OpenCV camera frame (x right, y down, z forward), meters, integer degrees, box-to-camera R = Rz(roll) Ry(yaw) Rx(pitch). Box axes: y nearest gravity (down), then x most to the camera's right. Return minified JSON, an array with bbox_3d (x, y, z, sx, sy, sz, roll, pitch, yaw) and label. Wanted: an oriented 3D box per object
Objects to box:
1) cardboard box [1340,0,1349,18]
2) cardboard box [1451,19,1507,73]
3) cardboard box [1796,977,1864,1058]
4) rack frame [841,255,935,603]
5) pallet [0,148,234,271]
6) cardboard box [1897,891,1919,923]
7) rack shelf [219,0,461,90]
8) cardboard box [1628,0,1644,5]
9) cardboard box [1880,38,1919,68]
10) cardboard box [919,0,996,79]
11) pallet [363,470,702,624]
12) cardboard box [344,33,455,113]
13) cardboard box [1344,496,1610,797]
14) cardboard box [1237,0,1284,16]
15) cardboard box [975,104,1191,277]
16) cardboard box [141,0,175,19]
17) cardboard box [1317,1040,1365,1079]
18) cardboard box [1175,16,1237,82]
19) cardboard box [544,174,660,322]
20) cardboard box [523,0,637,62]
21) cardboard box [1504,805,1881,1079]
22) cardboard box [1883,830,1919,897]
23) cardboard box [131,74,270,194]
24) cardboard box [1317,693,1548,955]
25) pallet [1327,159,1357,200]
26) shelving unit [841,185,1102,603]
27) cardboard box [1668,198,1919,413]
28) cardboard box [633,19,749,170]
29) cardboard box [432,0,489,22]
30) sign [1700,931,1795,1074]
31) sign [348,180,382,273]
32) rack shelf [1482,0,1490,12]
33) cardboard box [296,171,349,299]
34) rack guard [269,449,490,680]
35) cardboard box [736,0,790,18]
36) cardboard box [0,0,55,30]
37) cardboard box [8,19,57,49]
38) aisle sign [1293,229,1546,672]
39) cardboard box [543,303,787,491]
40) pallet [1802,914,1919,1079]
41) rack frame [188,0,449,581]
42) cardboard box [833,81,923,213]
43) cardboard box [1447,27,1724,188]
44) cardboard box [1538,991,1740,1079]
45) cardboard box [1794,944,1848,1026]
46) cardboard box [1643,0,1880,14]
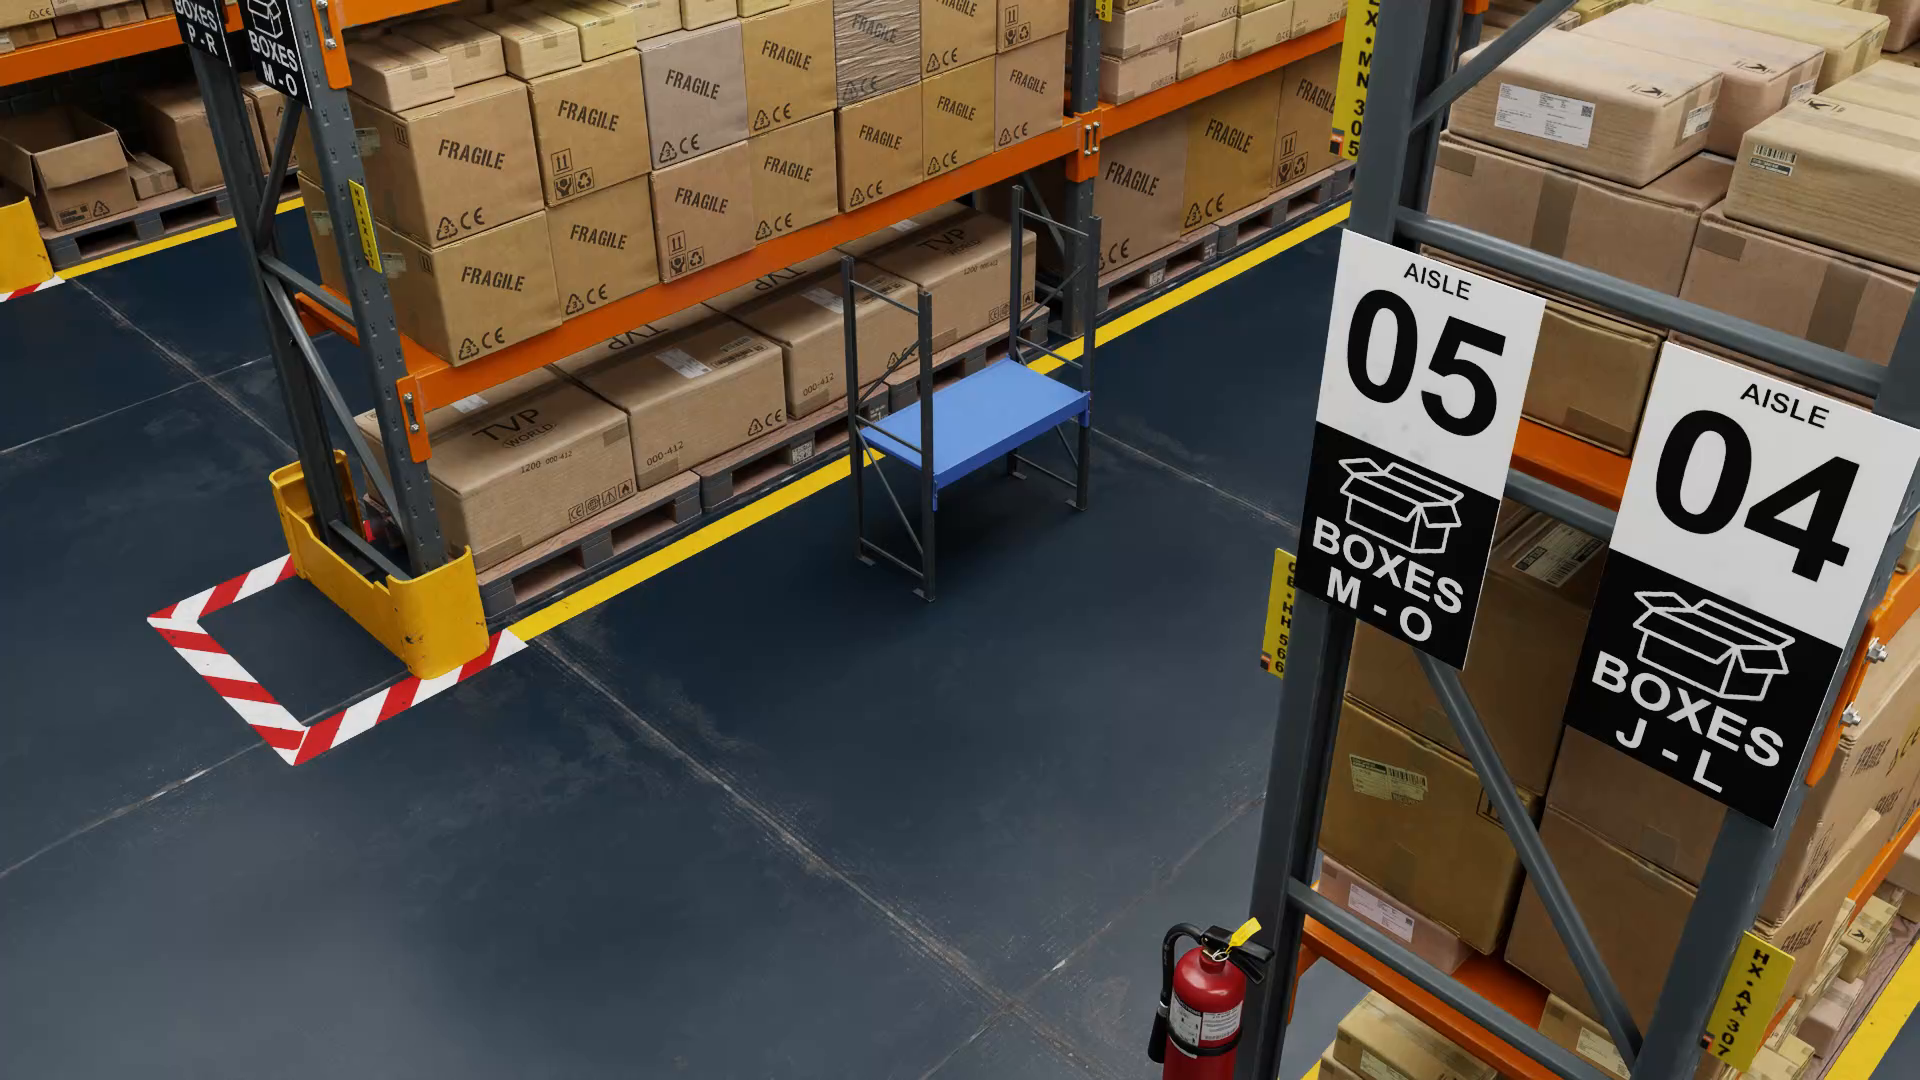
[{"bbox_3d":[2.253,-3.412,10.151,0.500,0.250,0.500,29,44,35],"label":"cardboard box"},{"bbox_3d":[3.545,-3.515,12.097,0.950,0.372,0.625,26,43,32],"label":"cardboard box"},{"bbox_3d":[2.587,1.410,5.232,0.380,0.149,0.250,27,43,33],"label":"cardboard box"},{"bbox_3d":[-0.298,-0.443,7.075,0.500,1.500,0.032,30,45,35],"label":"rack frame"},{"bbox_3d":[-5.407,-2.157,10.659,1.003,0.211,1.213,30,45,35],"label":"pallet"},{"bbox_3d":[3.142,1.097,5.680,0.380,0.149,0.250,29,44,35],"label":"cardboard box"},{"bbox_3d":[-1.088,-2.695,6.998,1.077,0.370,4.000,30,45,35],"label":"rack shelf"},{"bbox_3d":[5.086,-4.406,13.375,0.625,0.372,0.950,-27,43,-33],"label":"cardboard box"},{"bbox_3d":[1.954,-1.072,3.736,0.500,0.250,0.500,-29,44,-35],"label":"cardboard box"},{"bbox_3d":[-0.178,-2.517,7.775,0.500,0.500,0.500,29,44,35],"label":"cardboard box"},{"bbox_3d":[-1.989,-0.160,7.795,1.003,0.211,1.213,30,45,35],"label":"pallet"},{"bbox_3d":[-2.050,-1.697,6.033,0.250,0.149,0.380,-29,44,-35],"label":"cardboard box"},{"bbox_3d":[1.233,0.147,3.695,0.500,0.500,0.500,29,44,34],"label":"cardboard box"},{"bbox_3d":[1.554,-3.197,9.406,0.500,0.250,0.500,-29,44,-35],"label":"cardboard box"},{"bbox_3d":[0.702,-2.156,9.709,0.875,0.875,0.875,-28,44,-34],"label":"cardboard box"},{"bbox_3d":[-4.884,-3.297,10.075,0.250,0.149,0.380,-29,44,-35],"label":"cardboard box"},{"bbox_3d":[1.257,1.552,4.767,0.380,0.149,0.250,28,44,34],"label":"cardboard box"},{"bbox_3d":[1.182,-2.793,9.263,0.500,0.250,0.500,28,44,34],"label":"cardboard box"},{"bbox_3d":[-1.618,-1.284,6.882,0.500,0.500,0.500,29,44,35],"label":"cardboard box"},{"bbox_3d":[-1.479,-2.006,6.475,0.380,0.149,0.250,28,44,34],"label":"cardboard box"},{"bbox_3d":[1.600,0.773,3.672,0.500,0.500,0.500,-28,43,-34],"label":"cardboard box"},{"bbox_3d":[2.973,0.944,5.379,0.380,0.149,0.250,28,44,34],"label":"cardboard box"},{"bbox_3d":[-4.894,-2.635,10.724,0.500,0.500,0.700,-28,44,-34],"label":"cardboard box"},{"bbox_3d":[1.221,0.557,3.981,0.500,0.500,0.500,-29,44,-35],"label":"cardboard box"},{"bbox_3d":[2.531,-2.761,11.525,1.003,0.211,1.213,30,45,35],"label":"pallet"},{"bbox_3d":[0.060,-0.650,7.371,0.538,1.500,1.048,30,45,35],"label":"shelving unit"},{"bbox_3d":[1.588,-0.445,2.837,0.500,0.250,0.500,-29,44,-35],"label":"cardboard box"},{"bbox_3d":[-1.240,-1.903,6.895,0.500,0.500,0.500,29,44,35],"label":"cardboard box"},{"bbox_3d":[-2.102,-2.142,6.671,0.380,0.149,0.250,29,44,35],"label":"cardboard box"},{"bbox_3d":[1.472,0.870,3.123,0.100,0.325,0.005,30,45,35],"label":"sign"},{"bbox_3d":[-2.107,-1.109,5.892,0.100,0.325,0.005,30,45,35],"label":"sign"},{"bbox_3d":[4.549,-4.712,12.513,1.077,0.370,4.000,30,45,35],"label":"rack shelf"},{"bbox_3d":[-2.345,-1.291,6.891,0.500,0.500,0.500,-30,45,-35],"label":"cardboard box"},{"bbox_3d":[-2.514,0.088,7.187,1.175,0.500,0.348,30,45,35],"label":"rack guard"},{"bbox_3d":[-0.928,-2.310,6.911,0.380,0.149,0.250,28,44,34],"label":"cardboard box"},{"bbox_3d":[-5.511,-3.082,9.419,0.500,0.250,0.500,-30,45,-35],"label":"cardboard box"},{"bbox_3d":[-5.449,-2.988,9.632,0.250,0.149,0.380,-29,44,-35],"label":"cardboard box"},{"bbox_3d":[0.823,-0.151,3.072,0.394,0.787,0.004,30,45,35],"label":"aisle sign"},{"bbox_3d":[-1.464,-0.752,8.079,0.875,0.438,0.875,-29,44,-34],"label":"cardboard box"},{"bbox_3d":[2.598,1.311,5.685,1.003,0.211,1.213,30,45,35],"label":"pallet"},{"bbox_3d":[-2.497,-0.947,6.486,1.000,3.000,0.127,30,45,35],"label":"rack frame"},{"bbox_3d":[-0.526,-1.900,7.764,0.500,0.500,0.500,29,44,35],"label":"cardboard box"},{"bbox_3d":[1.113,-0.784,2.976,0.380,0.149,0.250,29,44,35],"label":"cardboard box"},{"bbox_3d":[1.548,1.110,3.755,0.380,0.149,0.250,29,44,35],"label":"cardboard box"},{"bbox_3d":[2.393,1.230,4.969,0.250,0.149,0.380,-28,44,-34],"label":"cardboard box"},{"bbox_3d":[1.646,-1.100,3.429,0.250,0.149,0.380,-29,44,-35],"label":"cardboard box"}]
